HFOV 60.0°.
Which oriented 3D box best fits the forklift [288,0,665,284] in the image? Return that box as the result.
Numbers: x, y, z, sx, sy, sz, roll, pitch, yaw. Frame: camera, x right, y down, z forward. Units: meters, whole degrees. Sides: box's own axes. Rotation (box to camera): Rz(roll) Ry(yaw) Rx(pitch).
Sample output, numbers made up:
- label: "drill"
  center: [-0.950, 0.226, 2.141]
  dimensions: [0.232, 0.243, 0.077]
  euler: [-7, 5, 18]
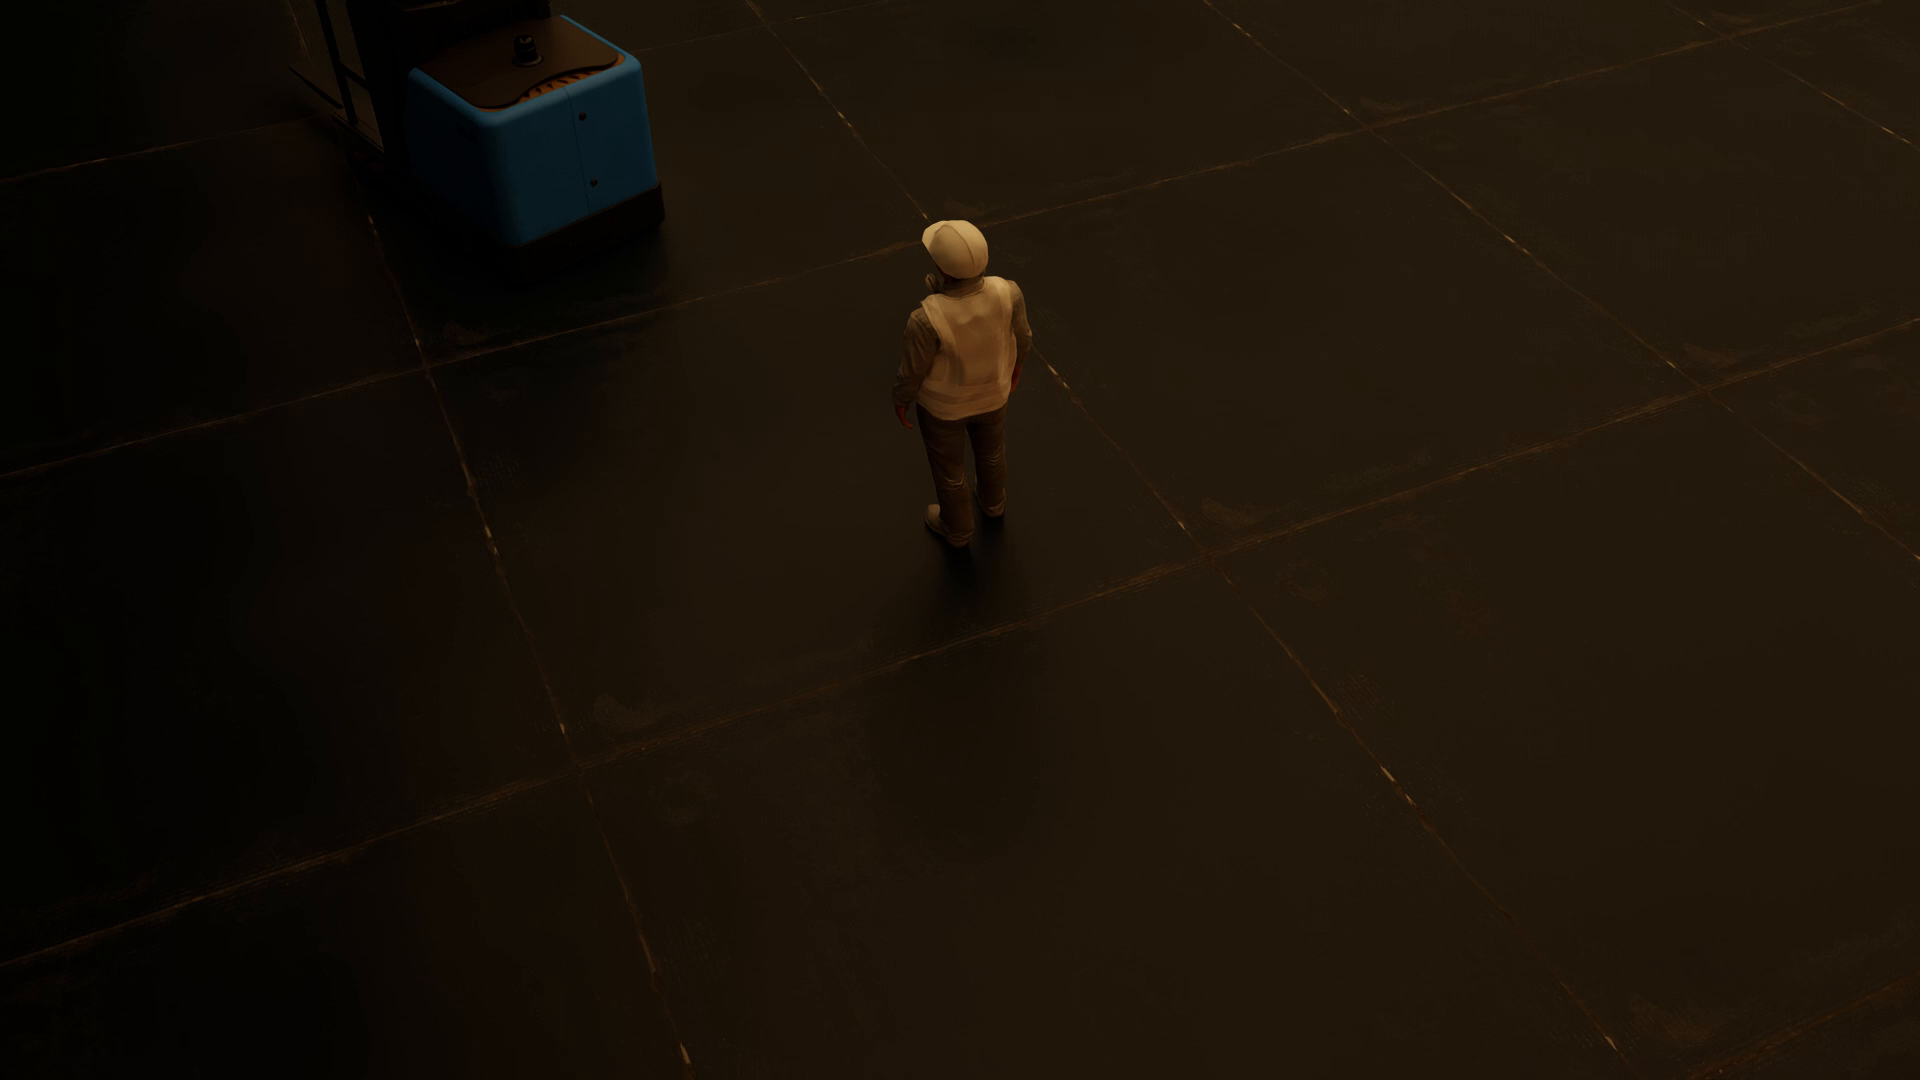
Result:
- label: "forklift"
  center: [-3.101, -3.414, 9.338]
  dimensions: [1.130, 2.935, 3.031]
  euler: [-33, 52, -30]

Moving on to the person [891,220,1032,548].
- label: "person"
  center: [-0.020, -0.695, 7.262]
  dimensions: [0.634, 1.775, 0.566]
  euler: [-18, 46, -18]
